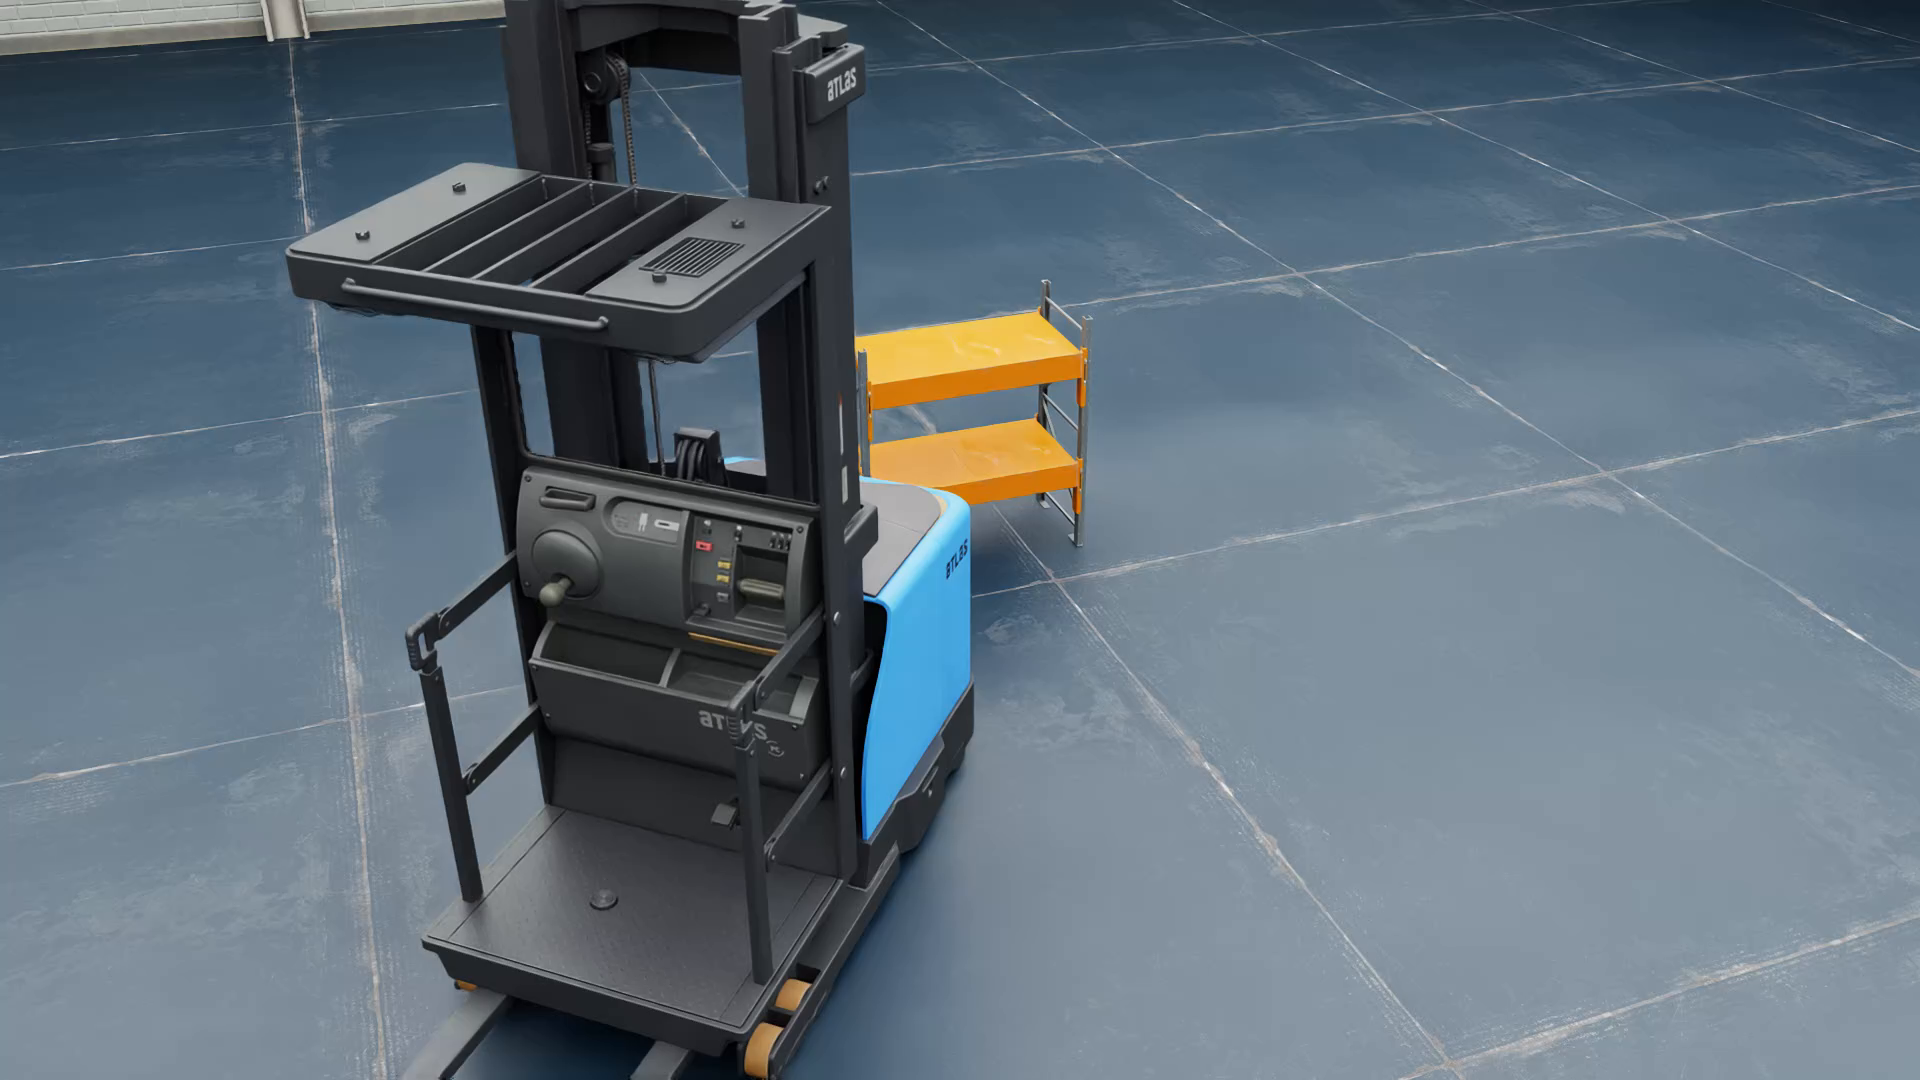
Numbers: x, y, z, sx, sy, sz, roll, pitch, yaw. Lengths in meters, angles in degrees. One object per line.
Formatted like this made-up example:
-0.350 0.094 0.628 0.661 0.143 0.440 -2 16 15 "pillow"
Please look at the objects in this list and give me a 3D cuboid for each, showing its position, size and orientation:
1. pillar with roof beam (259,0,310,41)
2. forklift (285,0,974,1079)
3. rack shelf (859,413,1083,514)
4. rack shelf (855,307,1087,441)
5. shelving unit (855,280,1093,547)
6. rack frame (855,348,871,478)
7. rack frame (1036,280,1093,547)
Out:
-5.180 -6.928 10.819 0.400 9.000 9.100 -10 31 -18 "pillar with roof beam"
-0.938 0.096 4.620 1.130 2.935 3.031 10 31 18 "forklift"
-0.006 -0.275 7.591 1.000 0.278 0.538 -10 31 -18 "rack shelf"
-0.006 -0.742 7.325 1.000 0.278 0.538 -10 31 -18 "rack shelf"
-0.006 -0.488 7.469 1.048 1.125 0.538 -10 31 -18 "shelving unit"
-0.483 -0.400 7.315 0.032 1.125 0.500 -10 31 -18 "rack frame"
0.470 -0.575 7.624 0.032 1.125 0.500 -10 31 -18 "rack frame"
